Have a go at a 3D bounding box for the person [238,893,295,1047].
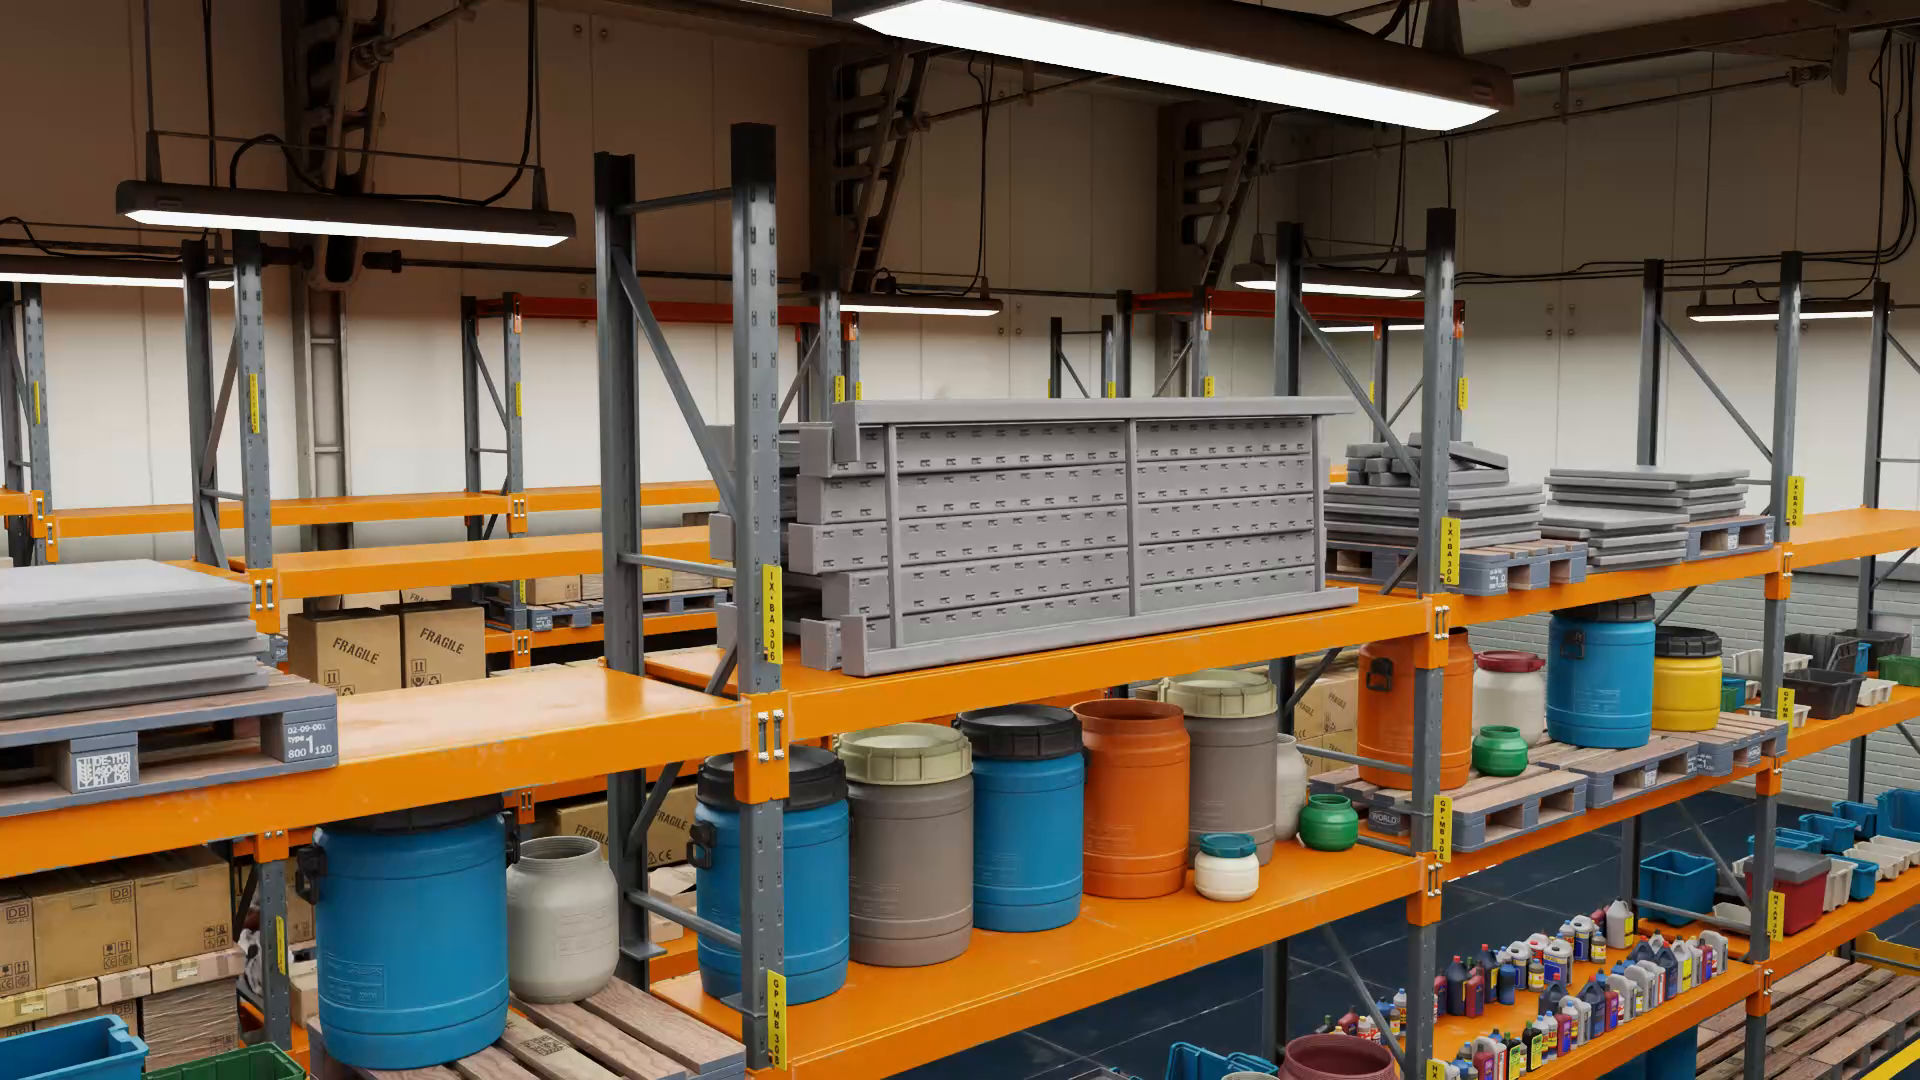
[{"bbox_3d":[-4.855,3.250,11.638,0.575,1.662,0.589,4,7,38],"label":"person"}]
